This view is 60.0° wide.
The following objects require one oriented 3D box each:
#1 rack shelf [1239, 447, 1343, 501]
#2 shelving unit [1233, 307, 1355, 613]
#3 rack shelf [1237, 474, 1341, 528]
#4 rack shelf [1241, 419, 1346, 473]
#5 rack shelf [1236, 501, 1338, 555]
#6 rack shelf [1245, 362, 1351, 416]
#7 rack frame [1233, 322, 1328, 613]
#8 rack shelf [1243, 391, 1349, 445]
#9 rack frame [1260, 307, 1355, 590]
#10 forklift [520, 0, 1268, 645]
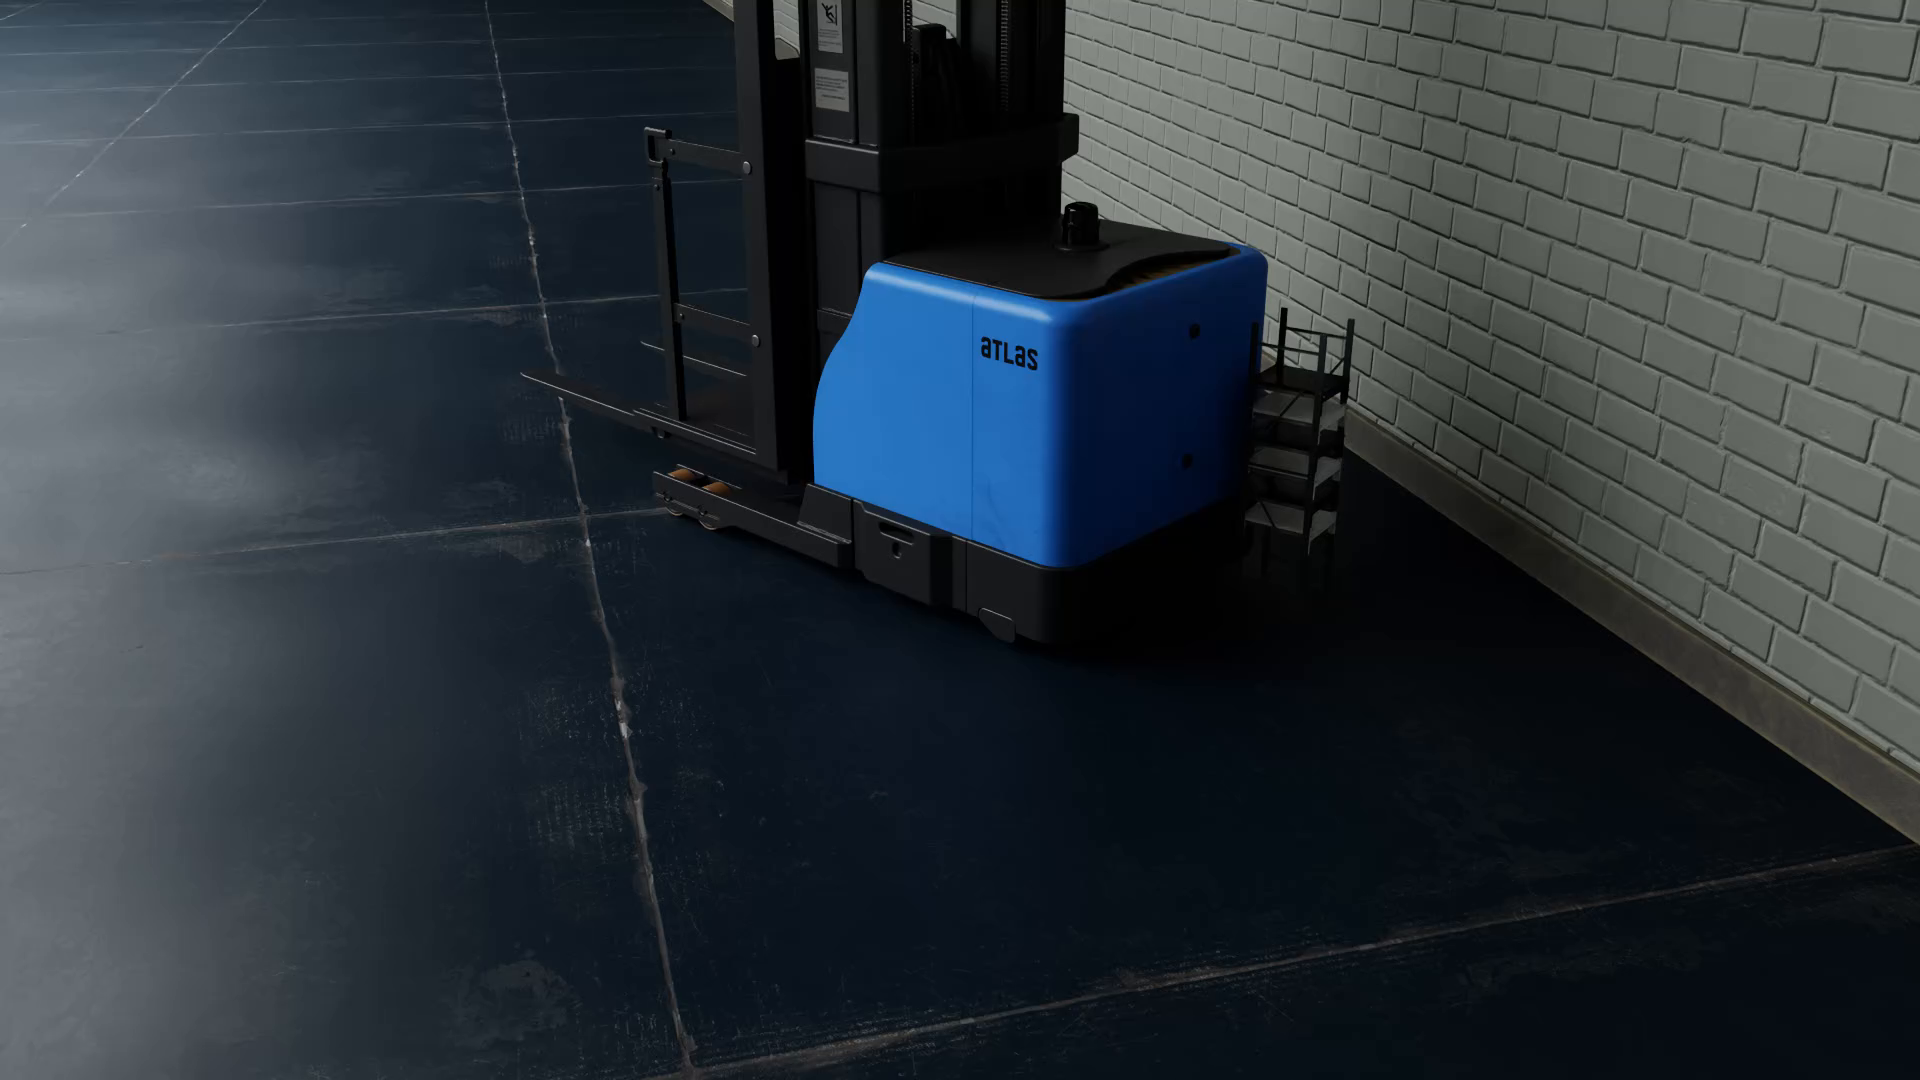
[{"bbox_3d":[1.035,-0.216,5.196,0.258,0.077,0.200,15,28,32],"label":"rack shelf"},{"bbox_3d":[1.035,-0.246,5.183,0.258,0.900,0.210,15,28,32],"label":"shelving unit"},{"bbox_3d":[1.035,-0.133,5.232,0.258,0.077,0.200,15,28,32],"label":"rack shelf"},{"bbox_3d":[1.035,-0.299,5.161,0.258,0.077,0.200,15,28,32],"label":"rack shelf"},{"bbox_3d":[1.035,-0.050,5.267,0.258,0.077,0.200,15,28,32],"label":"rack shelf"},{"bbox_3d":[1.035,-0.464,5.090,0.258,0.077,0.200,15,28,32],"label":"rack shelf"},{"bbox_3d":[0.976,-0.214,5.107,0.240,0.900,0.006,15,28,32],"label":"rack frame"},{"bbox_3d":[1.035,-0.381,5.125,0.258,0.077,0.200,15,28,32],"label":"rack shelf"},{"bbox_3d":[1.093,-0.279,5.260,0.240,0.900,0.006,15,28,32],"label":"rack frame"},{"bbox_3d":[-0.457,-1.514,5.561,3.031,2.935,1.130,20,30,39],"label":"forklift"}]
